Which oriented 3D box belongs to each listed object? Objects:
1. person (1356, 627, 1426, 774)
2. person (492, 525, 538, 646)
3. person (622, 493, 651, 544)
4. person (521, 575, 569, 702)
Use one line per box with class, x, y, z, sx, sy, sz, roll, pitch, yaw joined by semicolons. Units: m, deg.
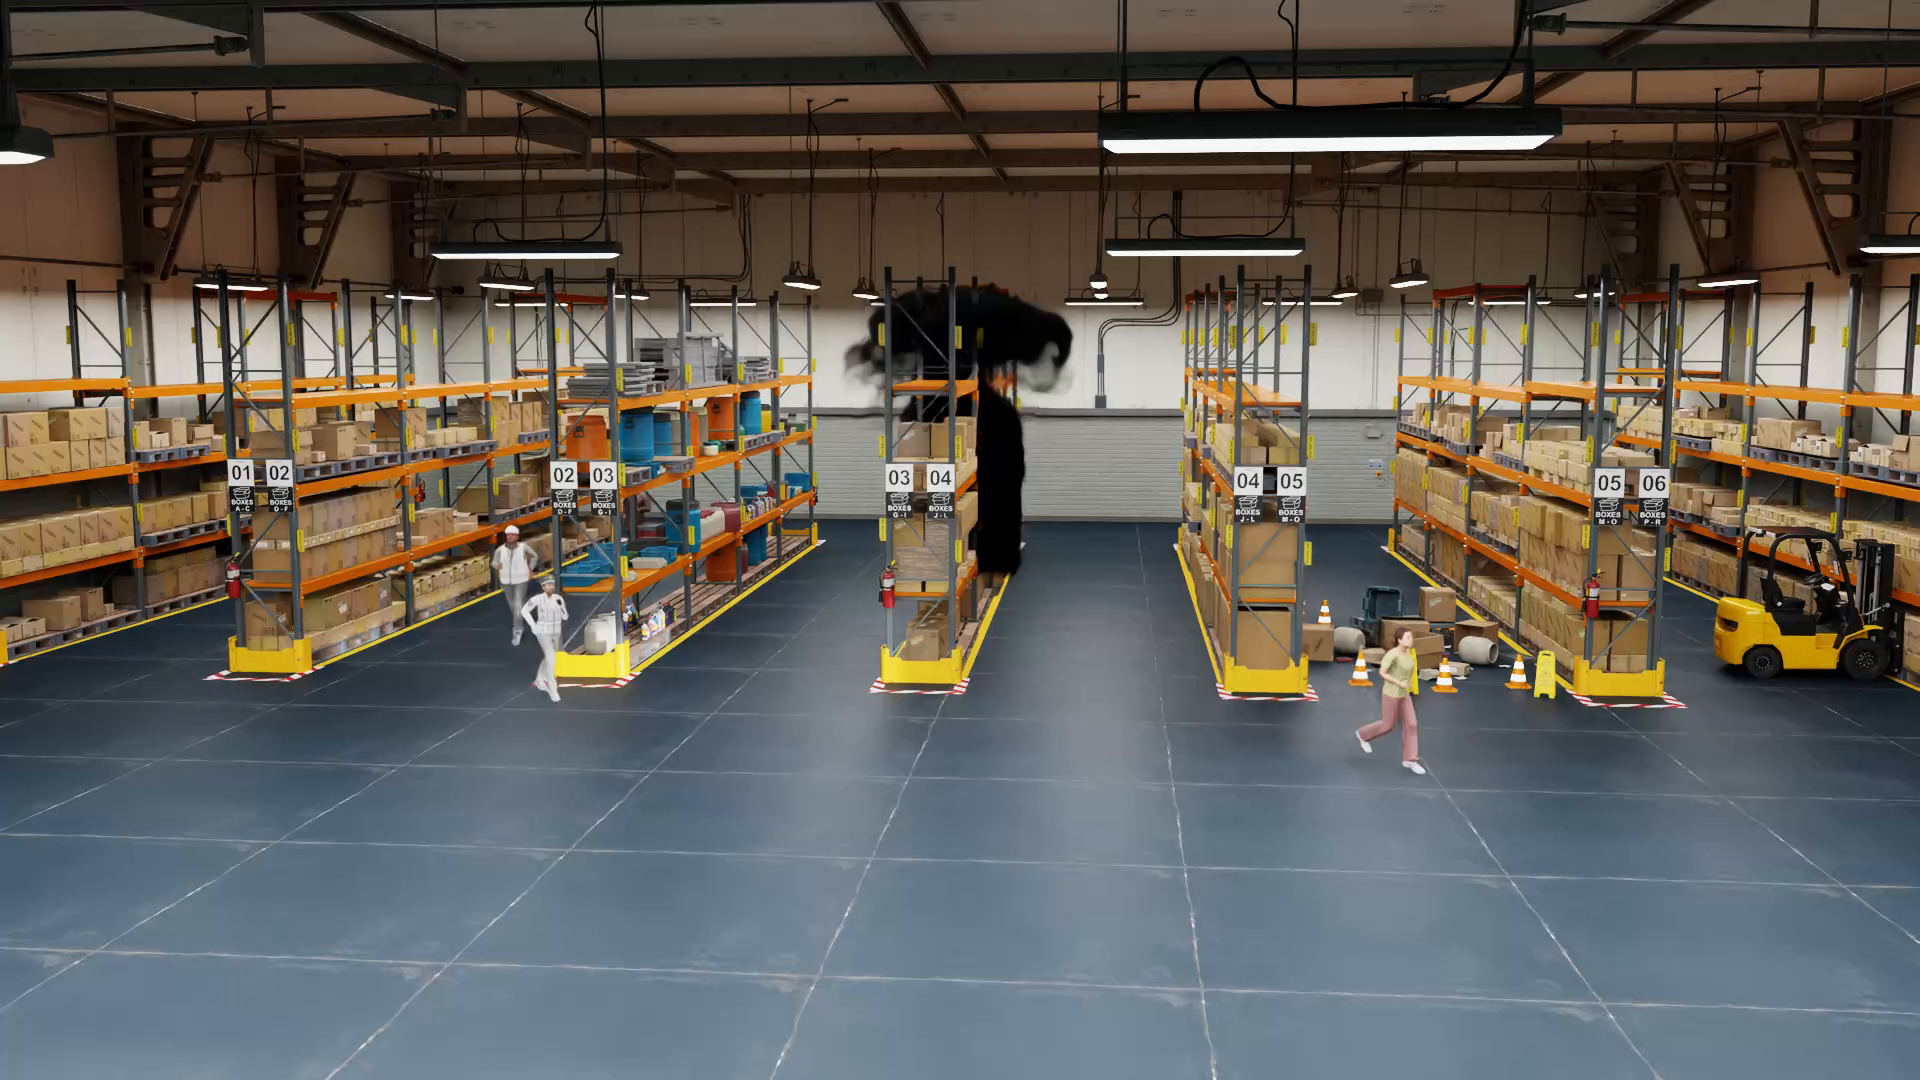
person;5.075;1.828;19.446;0.600;1.663;0.986;-6;9;-41
person;-6.941;0.676;25.850;0.651;1.818;0.824;1;7;5
person;-7.146;-0.372;36.738;0.691;1.788;1.046;0;7;0
person;-5.746;1.351;23.223;0.758;1.750;0.597;6;9;42
